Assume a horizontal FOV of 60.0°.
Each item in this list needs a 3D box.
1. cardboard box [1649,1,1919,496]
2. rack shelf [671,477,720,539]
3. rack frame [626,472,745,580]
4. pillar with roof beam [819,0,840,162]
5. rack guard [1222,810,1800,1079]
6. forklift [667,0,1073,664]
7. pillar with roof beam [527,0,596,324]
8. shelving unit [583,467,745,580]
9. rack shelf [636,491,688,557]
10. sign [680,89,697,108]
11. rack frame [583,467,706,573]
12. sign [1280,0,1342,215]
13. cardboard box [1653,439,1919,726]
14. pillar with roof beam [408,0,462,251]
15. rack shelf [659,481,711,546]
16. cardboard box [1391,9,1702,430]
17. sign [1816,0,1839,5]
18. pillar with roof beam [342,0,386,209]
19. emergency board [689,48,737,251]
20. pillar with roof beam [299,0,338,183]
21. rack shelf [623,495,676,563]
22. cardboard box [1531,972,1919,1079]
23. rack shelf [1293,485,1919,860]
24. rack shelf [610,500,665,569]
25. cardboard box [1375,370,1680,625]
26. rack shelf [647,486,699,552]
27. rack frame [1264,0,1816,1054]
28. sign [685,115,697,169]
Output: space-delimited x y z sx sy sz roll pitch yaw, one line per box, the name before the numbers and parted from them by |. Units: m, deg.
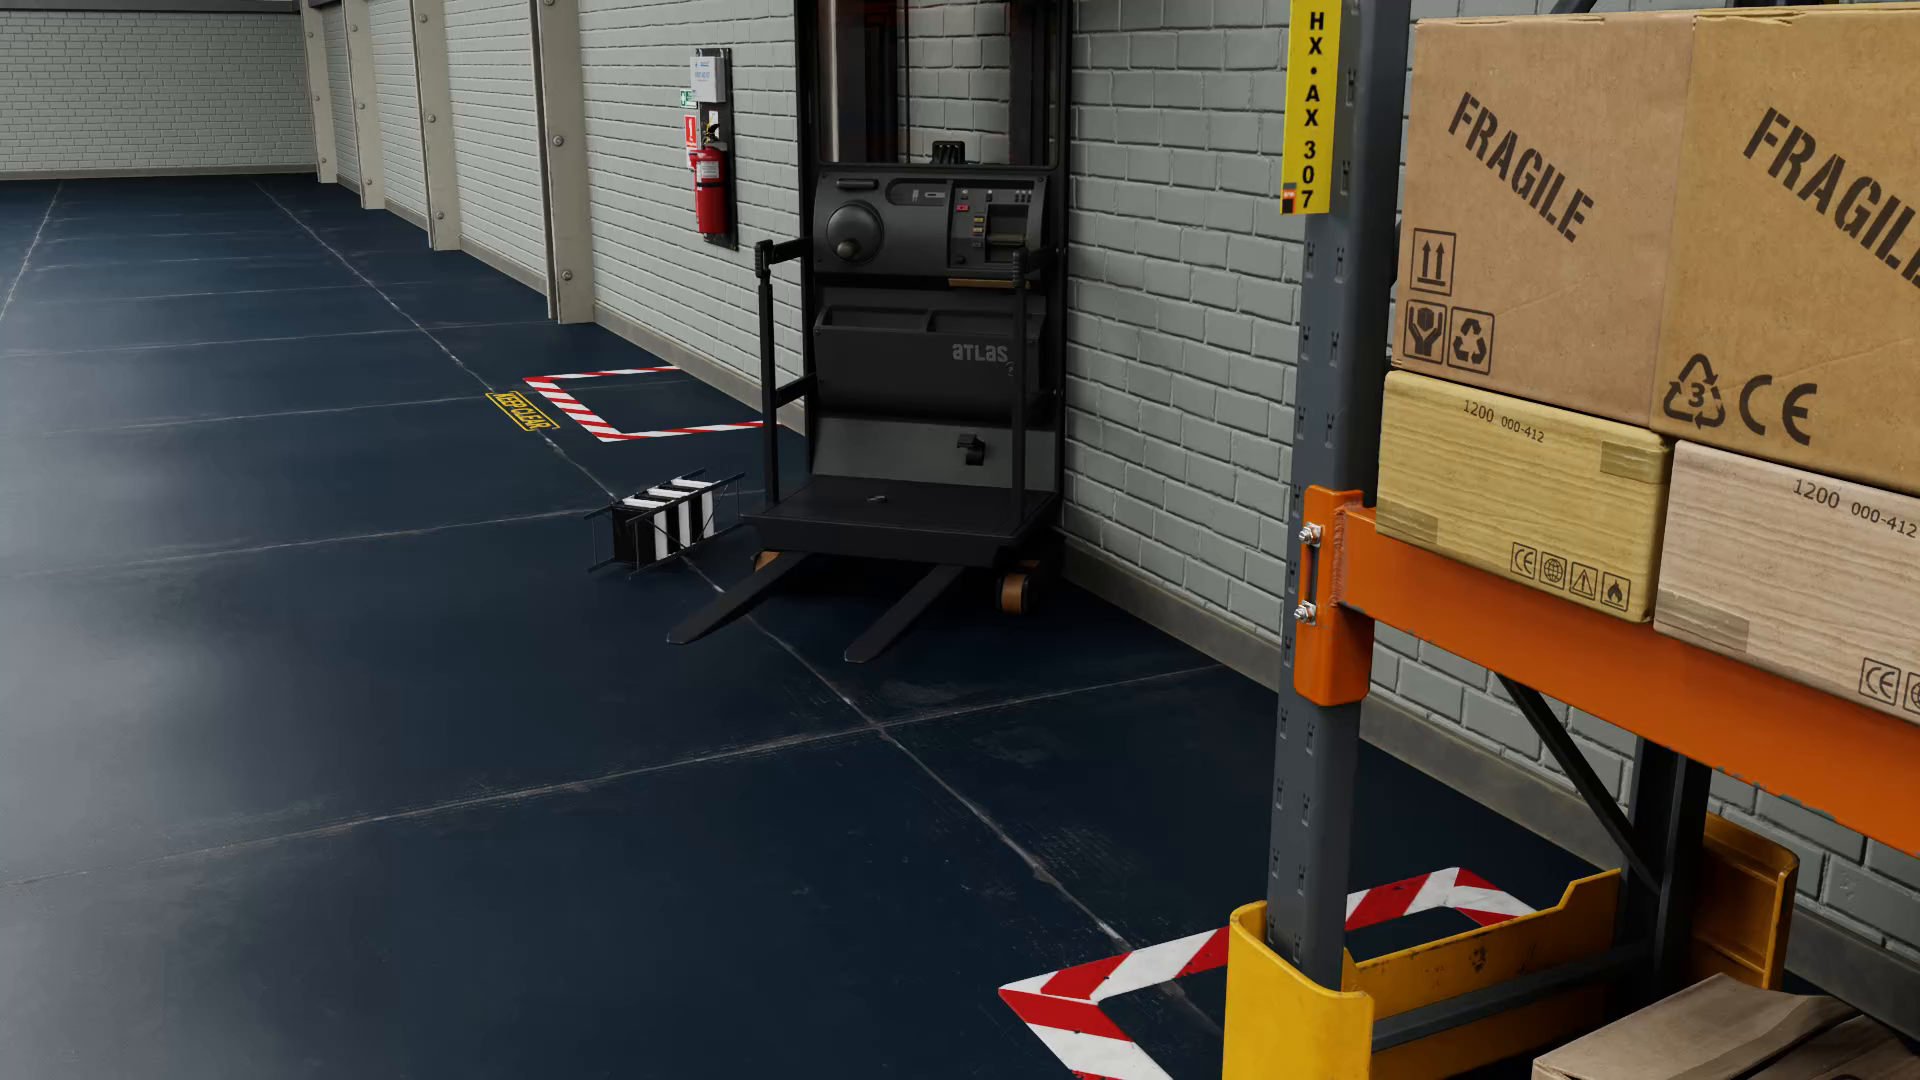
cardboard box | 1.183 -0.343 1.884 0.500 0.500 0.500 -8 18 -25
rack shelf | -1.139 -0.137 7.196 0.200 0.258 0.077 7 17 23
rack frame | -1.131 -0.072 6.969 0.006 0.240 0.900 7 17 23
pillar with roof beam | -4.377 -4.106 5.244 9.100 9.000 0.400 -8 18 -25
rack guard | 1.070 0.897 3.219 1.175 0.500 0.348 -8 18 -25
forklift | -0.182 -1.243 6.268 1.130 2.935 3.031 5 17 16
pillar with roof beam | -7.006 -5.593 10.428 9.100 9.000 0.400 -8 18 -25
shelving unit | -1.224 -0.083 7.008 0.210 0.258 0.900 7 17 23
rack shelf | -1.247 -0.069 6.958 0.200 0.258 0.077 7 17 23
sign | -1.711 -2.779 10.471 0.001 0.109 0.331 -8 18 -25
rack frame | -1.317 -0.095 7.047 0.006 0.240 0.900 7 17 23
sign | 0.549 -0.674 2.592 0.100 0.325 0.005 -8 18 -25
cardboard box | 1.206 0.025 1.960 0.500 0.250 0.500 -8 18 -27
pillar with roof beam | -9.634 -7.081 15.612 9.100 9.000 0.400 -8 18 -25
rack shelf | -1.175 -0.115 7.117 0.200 0.258 0.077 7 17 23
cardboard box | 0.976 -0.467 2.316 0.500 0.500 0.500 -8 18 -25
sign | 1.545 -1.094 2.953 0.100 0.325 0.005 -8 18 -25
pillar with roof beam | -12.263 -8.569 20.797 9.100 9.000 0.400 -8 18 -25
emergency board | -1.556 -2.360 10.035 0.194 1.169 0.643 -8 18 -25
pillar with roof beam | -14.892 -10.057 25.981 9.100 9.000 0.400 -8 18 -25
rack shelf | -1.283 -0.046 6.879 0.200 0.258 0.077 7 17 23
cardboard box | 1.259 0.940 2.615 0.500 0.311 0.500 -10 19 -31
rack shelf | 1.913 0.518 1.311 1.077 0.370 4.000 -8 18 -25
rack shelf | -1.319 -0.024 6.800 0.200 0.258 0.077 7 17 23
cardboard box | 0.965 -0.102 2.403 0.500 0.250 0.500 -8 18 -27
rack shelf | -1.211 -0.092 7.037 0.200 0.258 0.077 7 17 23
rack frame | 1.037 -0.324 2.940 1.000 3.000 0.127 -8 18 -25
sign | -1.705 -2.526 10.551 0.001 0.329 0.234 -8 18 -25
